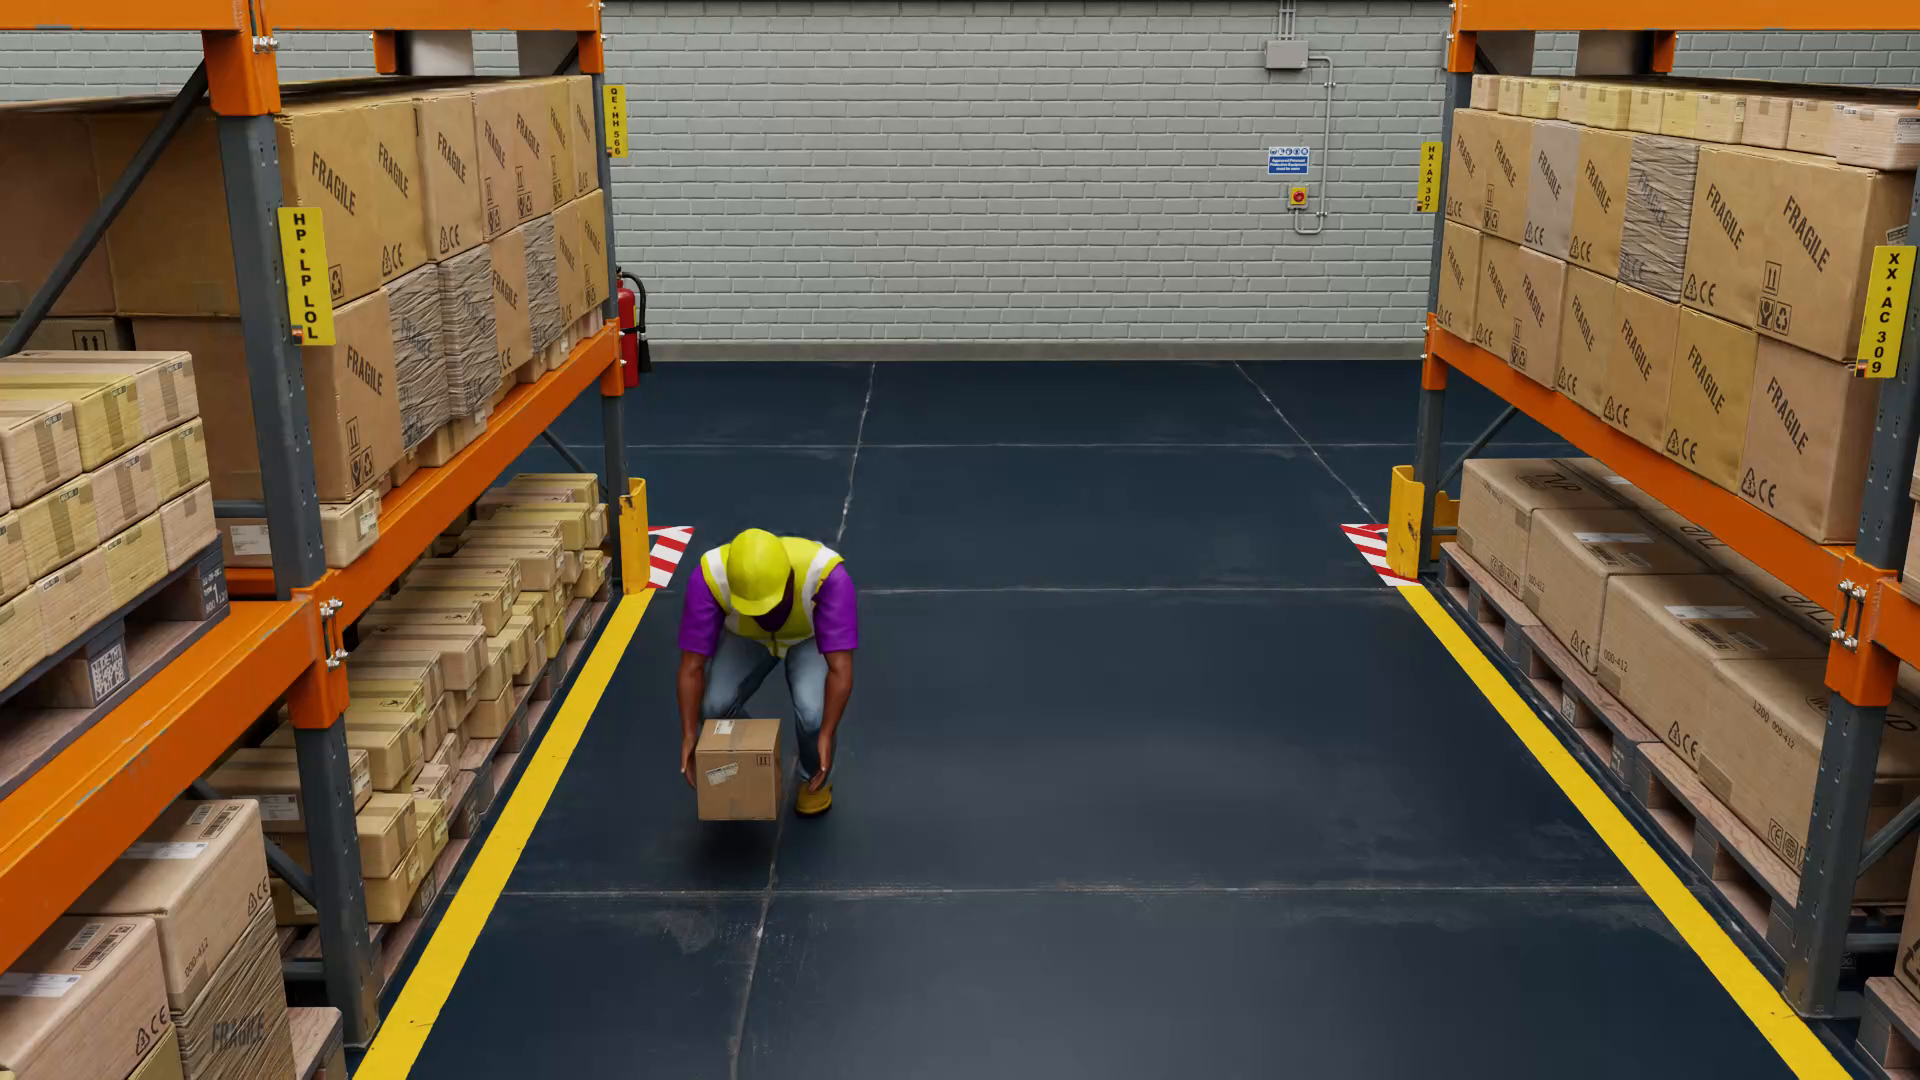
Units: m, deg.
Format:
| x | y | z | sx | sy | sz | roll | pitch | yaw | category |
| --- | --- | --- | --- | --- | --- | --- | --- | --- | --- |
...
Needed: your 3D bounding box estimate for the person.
| x | y | z | sx | sy | sz | roll | pitch | yaw | category |
| --- | --- | --- | --- | --- | --- | --- | --- | --- | --- |
| -0.619 | 0.418 | 5.731 | 0.607 | 1.130 | 0.856 | 2 | 17 | 8 | person |
